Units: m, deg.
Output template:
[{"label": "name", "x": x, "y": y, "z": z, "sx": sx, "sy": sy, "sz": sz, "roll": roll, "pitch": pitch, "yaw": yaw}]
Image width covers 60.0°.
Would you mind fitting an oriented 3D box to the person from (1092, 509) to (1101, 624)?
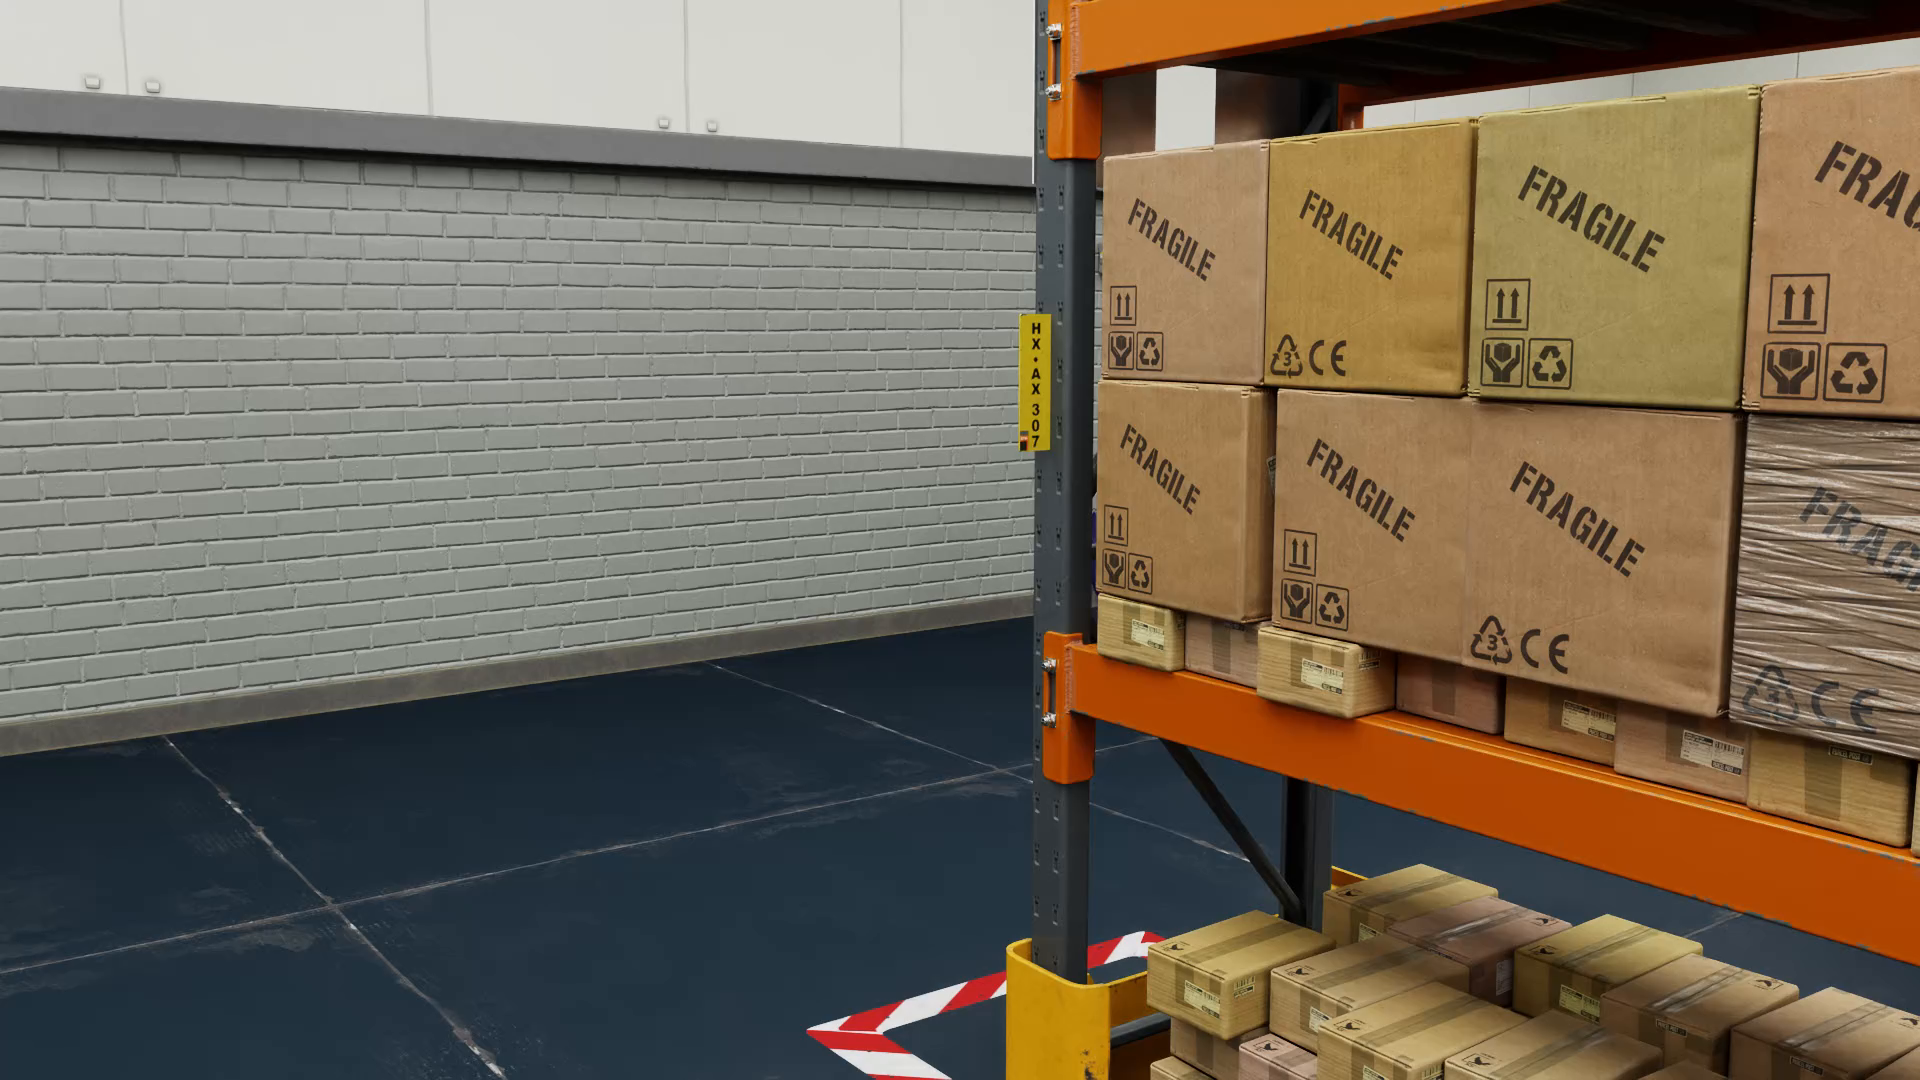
[{"label": "person", "x": 1.066, "y": 0.277, "z": 9.360, "sx": 0.459, "sy": 1.105, "sz": 0.898, "roll": -6, "pitch": 10, "yaw": -38}]
